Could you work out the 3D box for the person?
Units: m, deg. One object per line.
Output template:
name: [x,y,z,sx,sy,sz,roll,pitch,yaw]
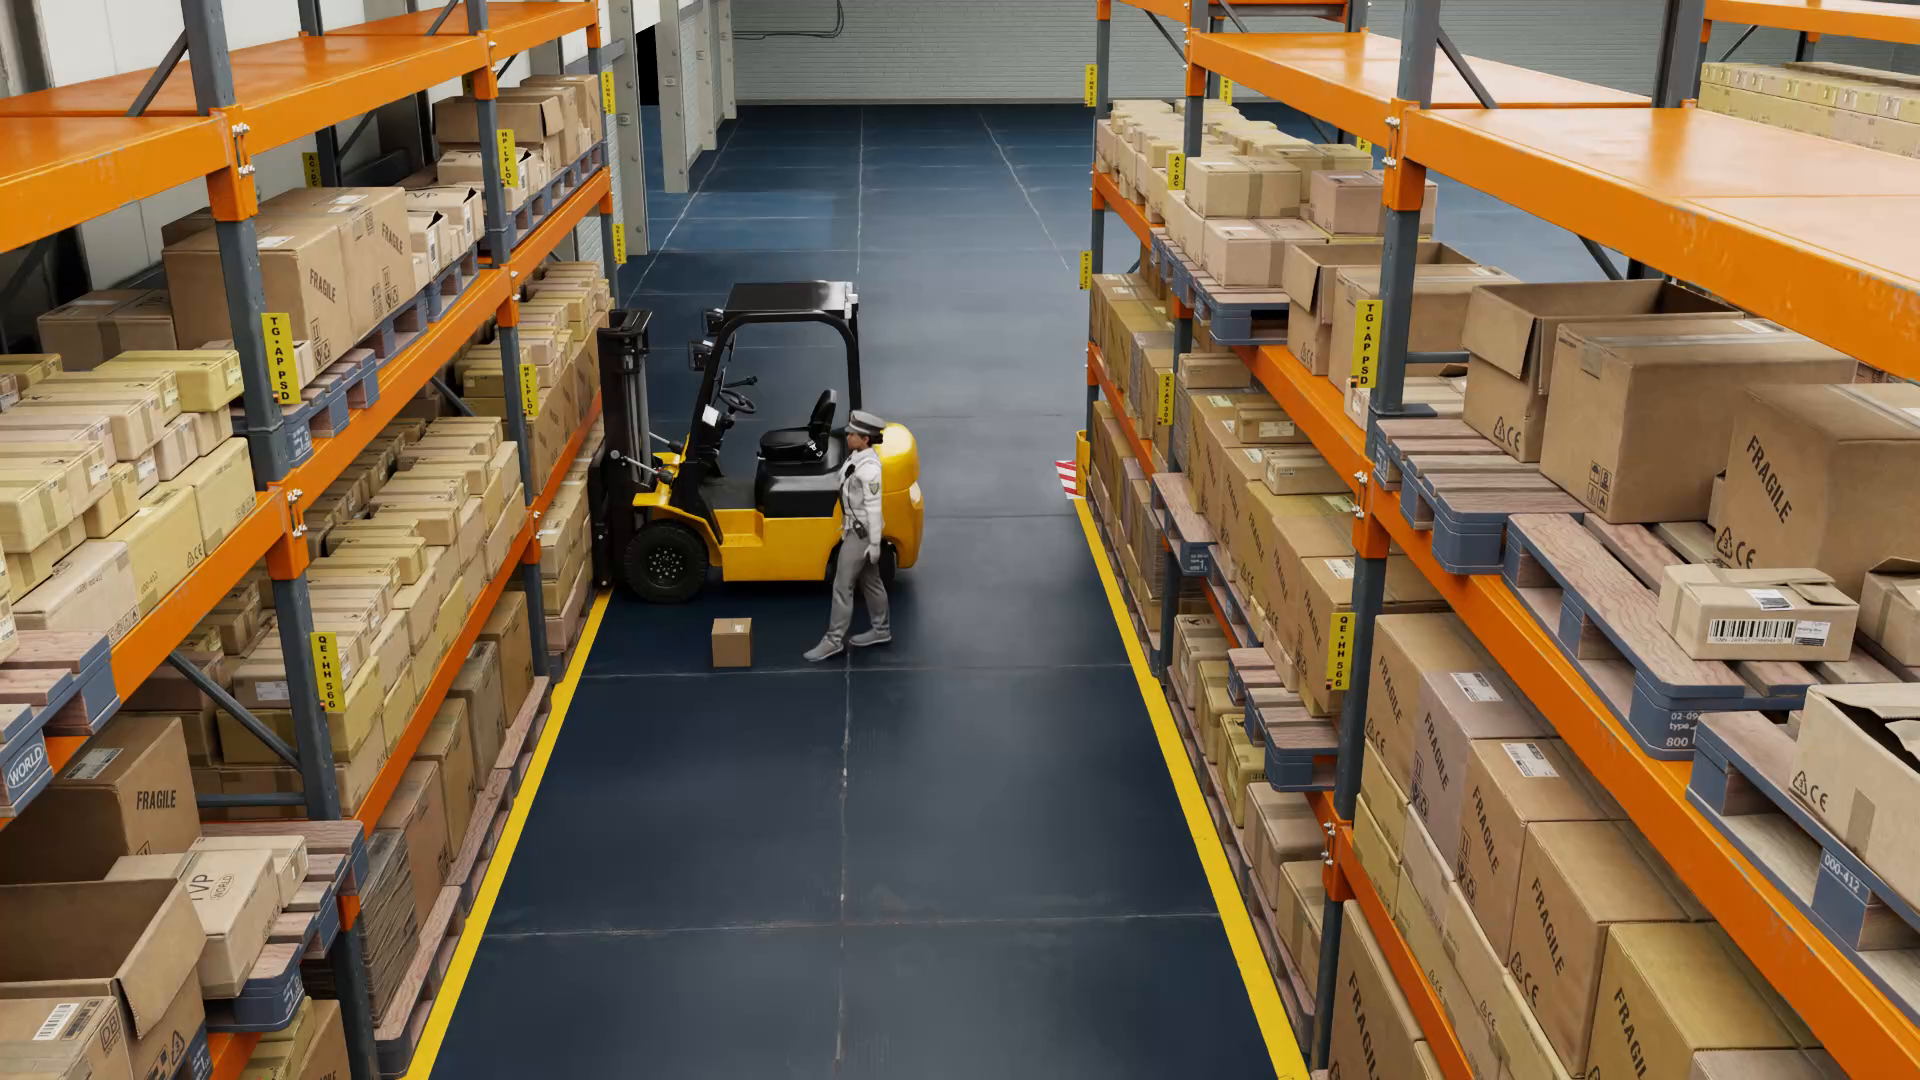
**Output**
person: [-0.777,-0.044,11.171,0.615,1.713,0.500,-2,21,-7]
